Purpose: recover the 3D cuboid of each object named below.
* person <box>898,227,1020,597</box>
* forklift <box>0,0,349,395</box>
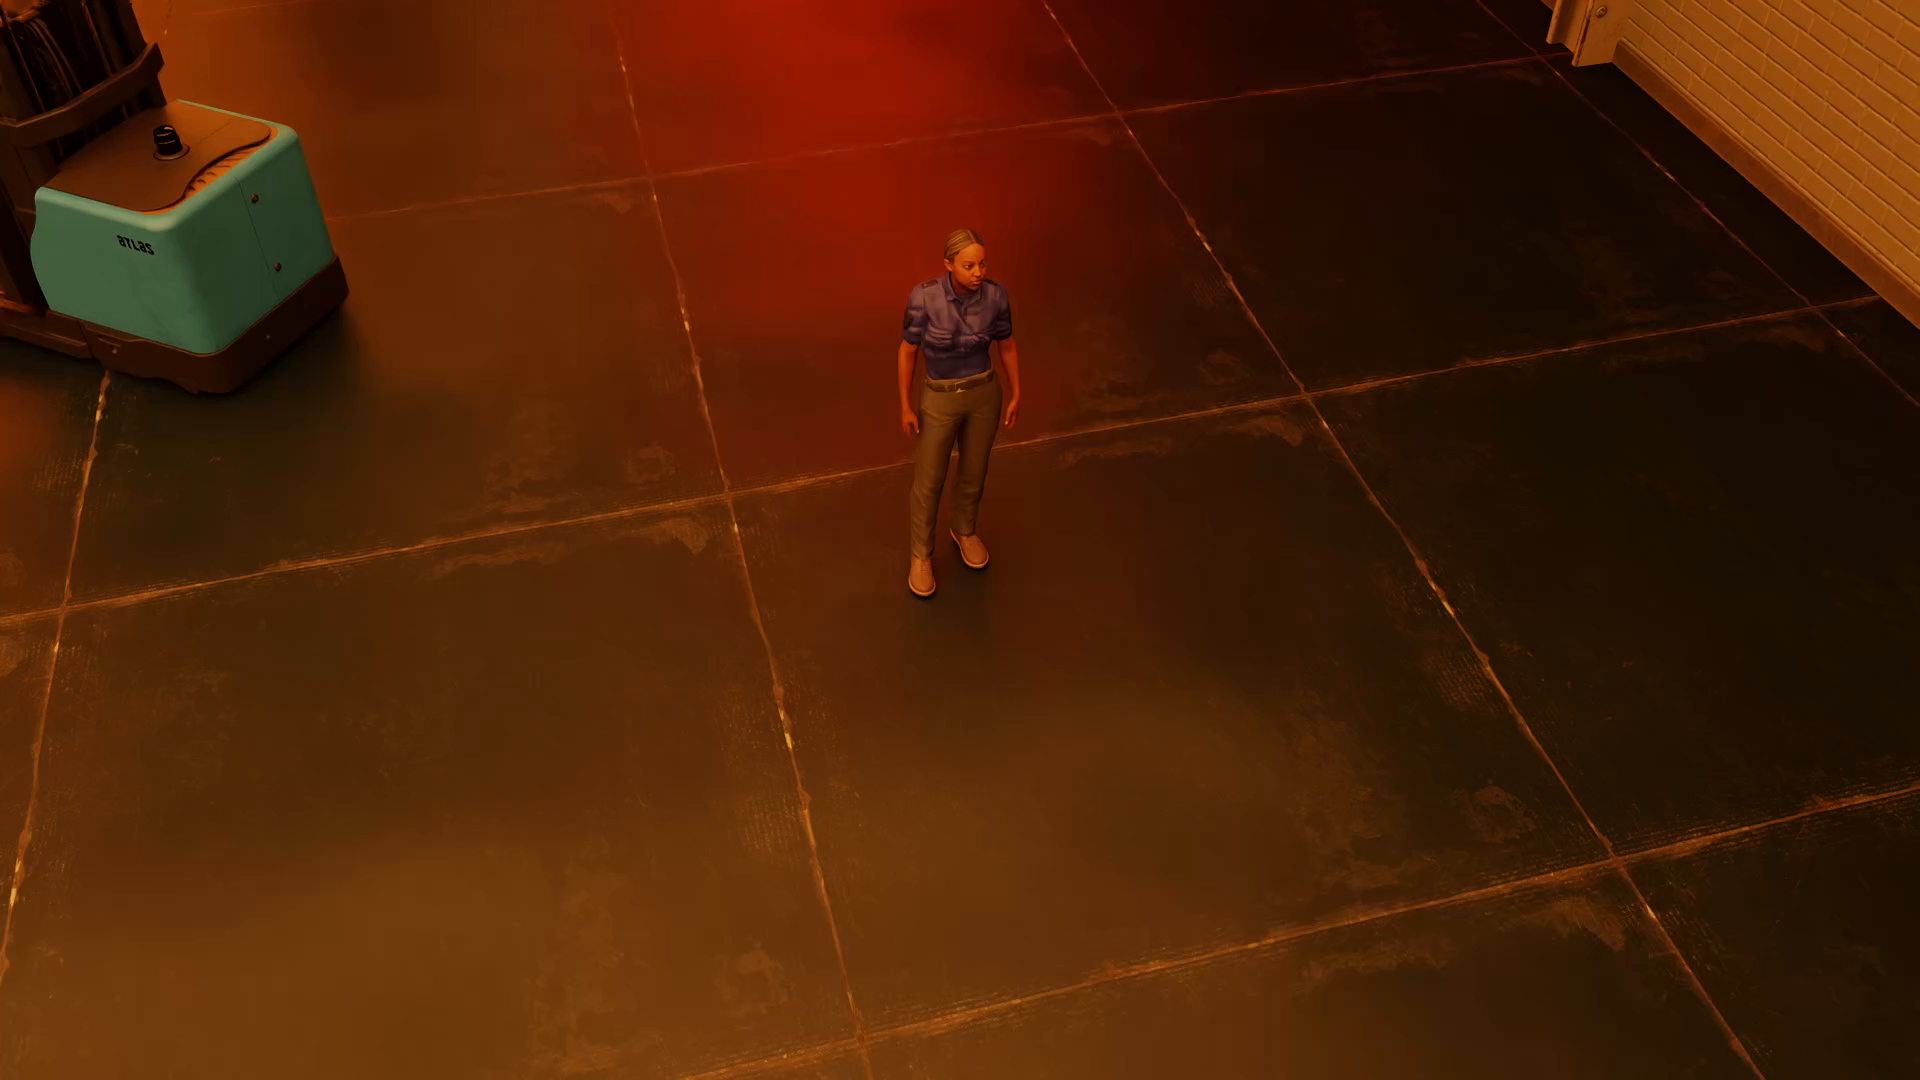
[{"bbox_3d":[0.003,-0.545,7.141,0.569,1.654,0.504,-10,44,-11],"label":"person"},{"bbox_3d":[-4.912,-2.471,8.260,3.031,2.935,1.130,16,46,16],"label":"forklift"}]
